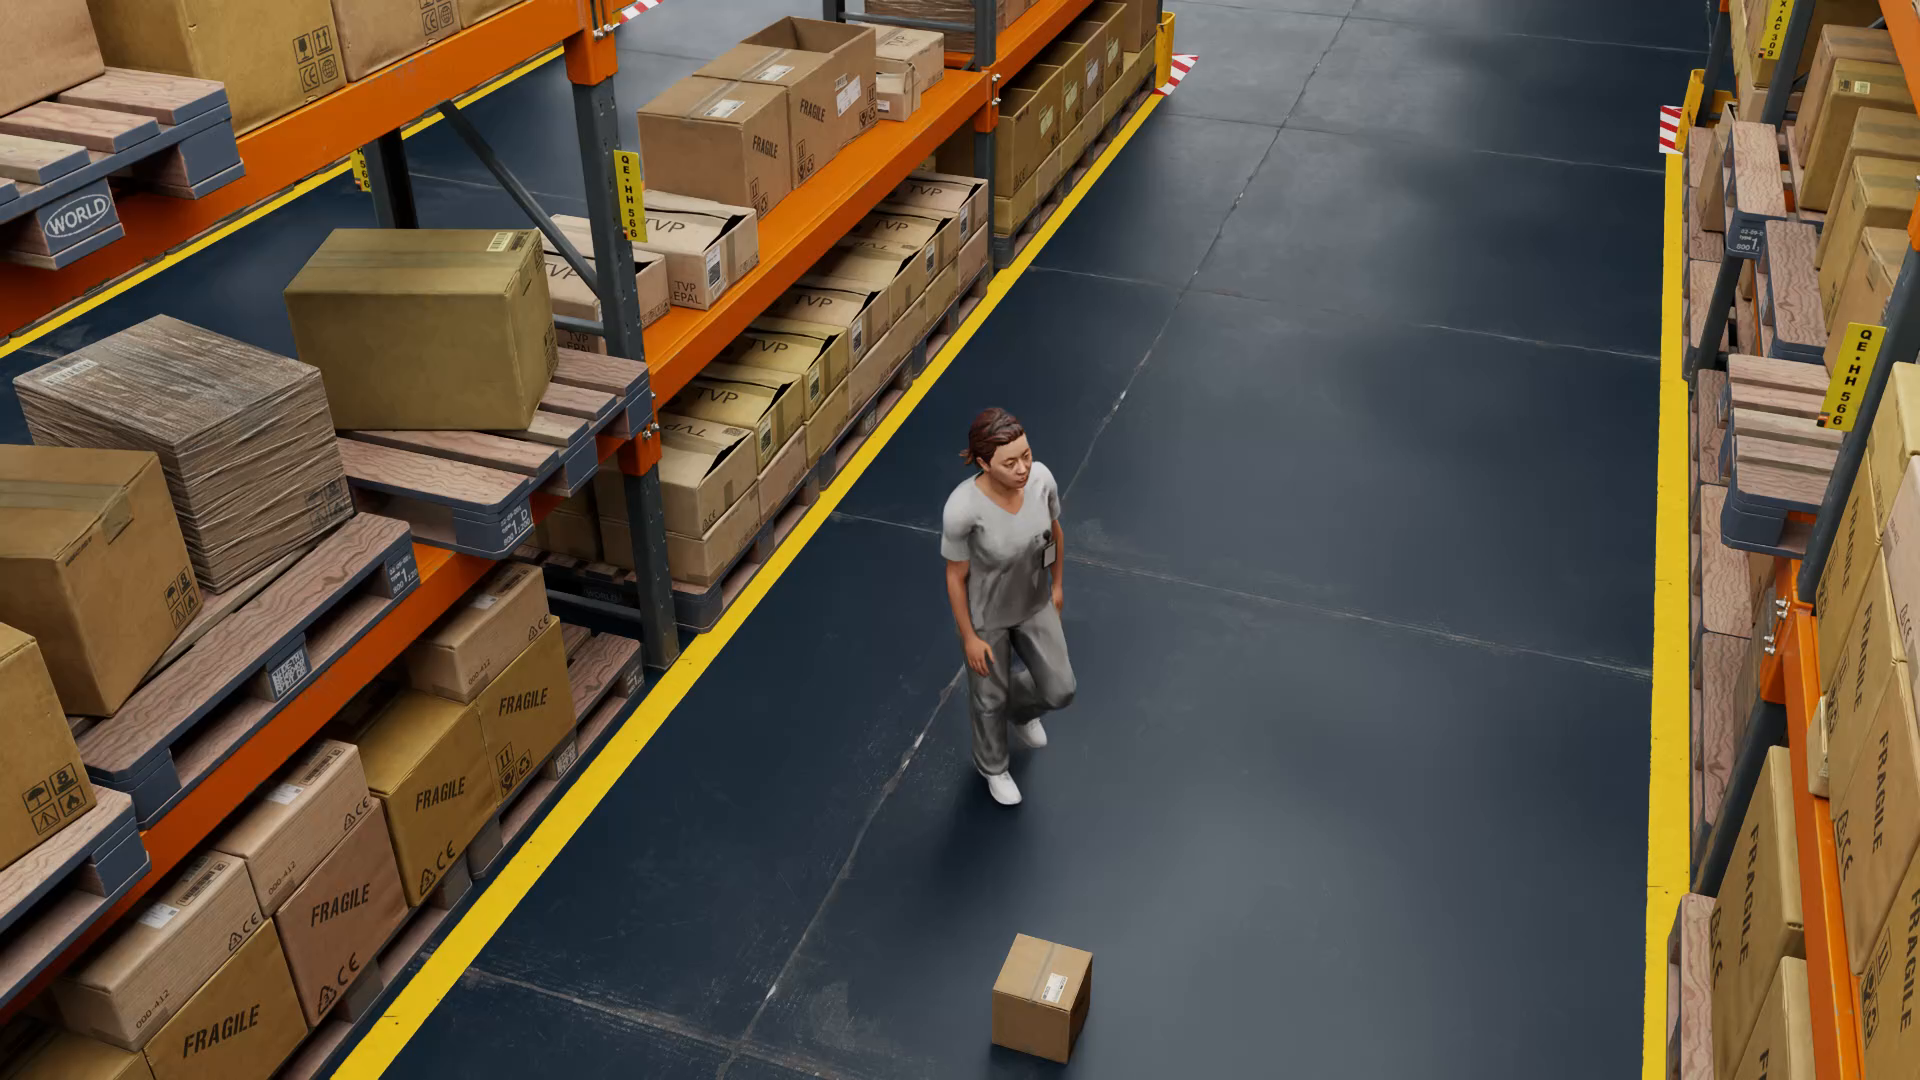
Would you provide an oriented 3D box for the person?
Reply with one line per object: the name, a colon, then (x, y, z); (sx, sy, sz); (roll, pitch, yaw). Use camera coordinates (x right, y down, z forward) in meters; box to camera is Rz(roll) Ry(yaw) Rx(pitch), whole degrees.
person: (0.133, 0.211, 5.803); (0.519, 1.650, 0.495); (-16, 37, -23)
